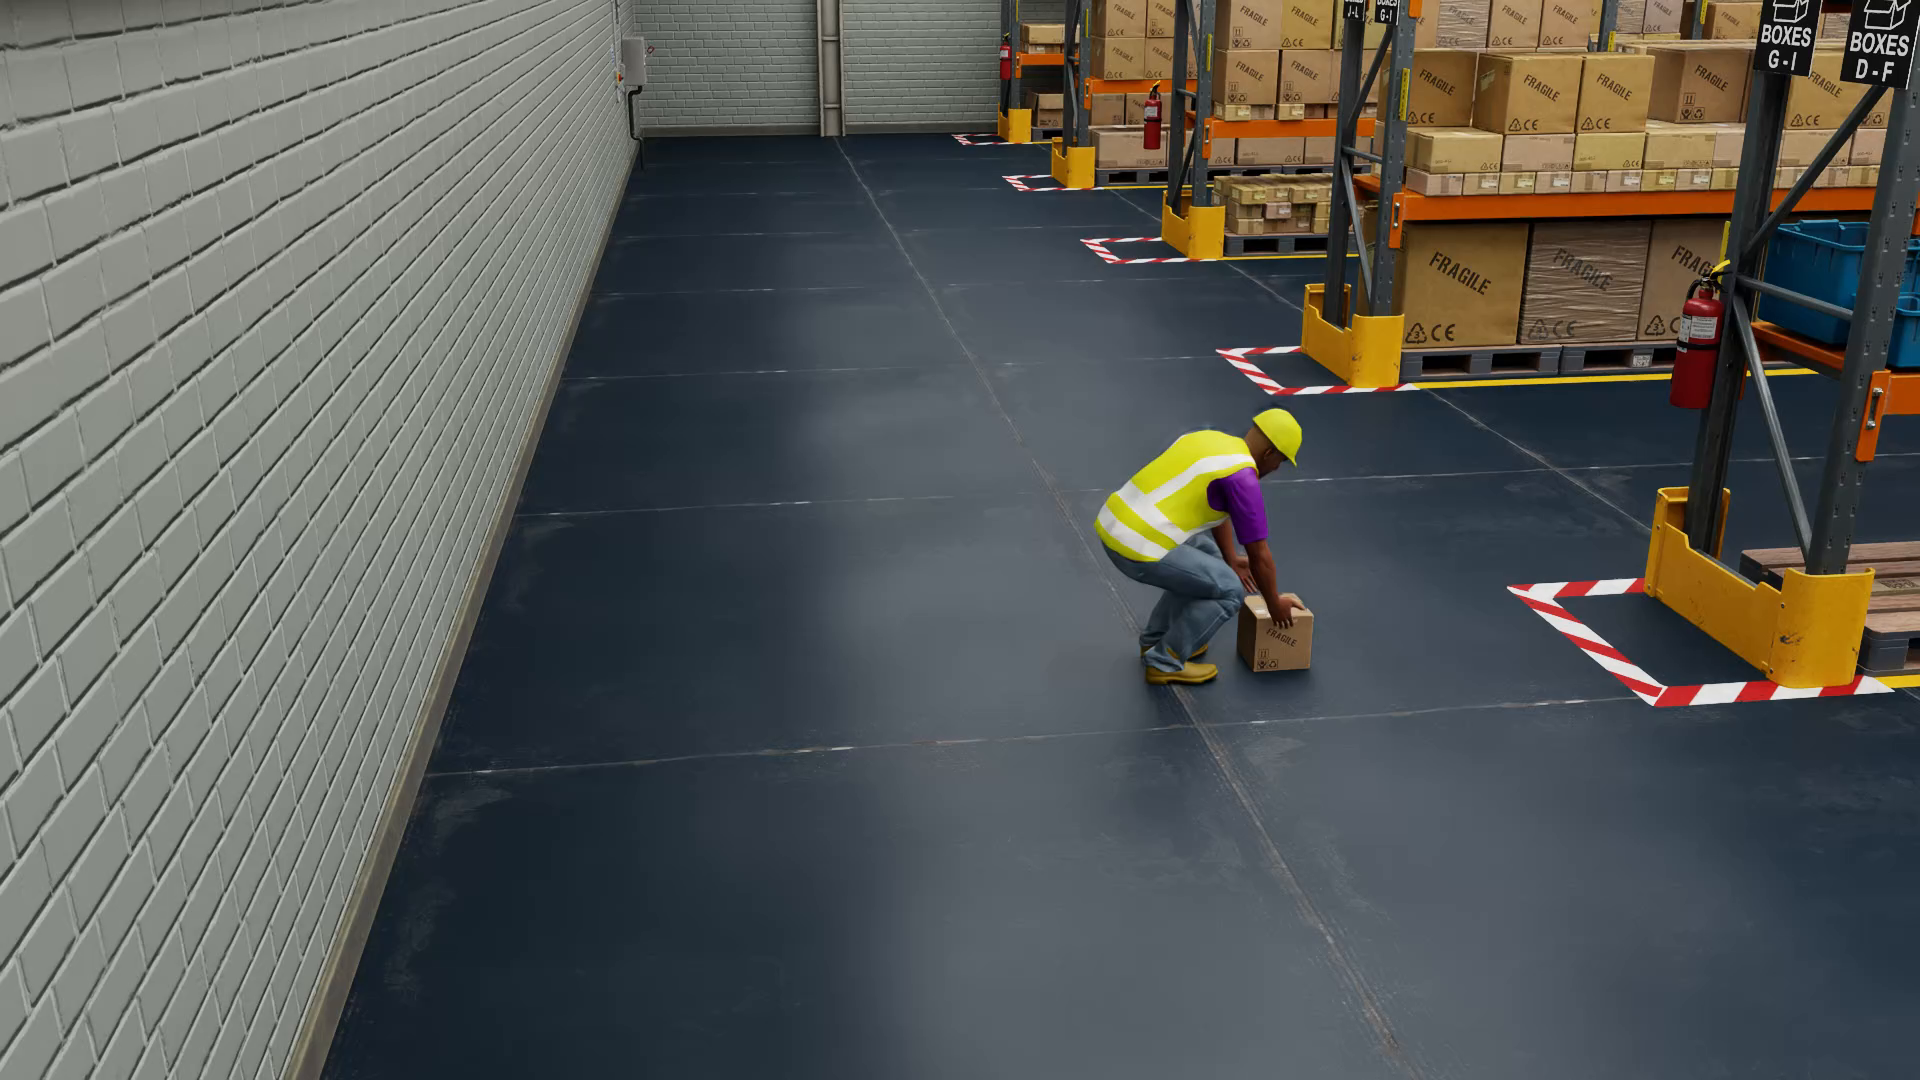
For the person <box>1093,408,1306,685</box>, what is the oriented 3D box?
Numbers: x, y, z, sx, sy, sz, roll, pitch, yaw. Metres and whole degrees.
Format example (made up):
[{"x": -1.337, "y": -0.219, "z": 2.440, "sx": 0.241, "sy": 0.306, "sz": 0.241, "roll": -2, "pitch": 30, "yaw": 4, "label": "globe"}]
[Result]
[{"x": 0.994, "y": 0.003, "z": 6.999, "sx": 0.869, "sy": 1.111, "sz": 0.606, "roll": -3, "pitch": 20, "yaw": -8, "label": "person"}]
